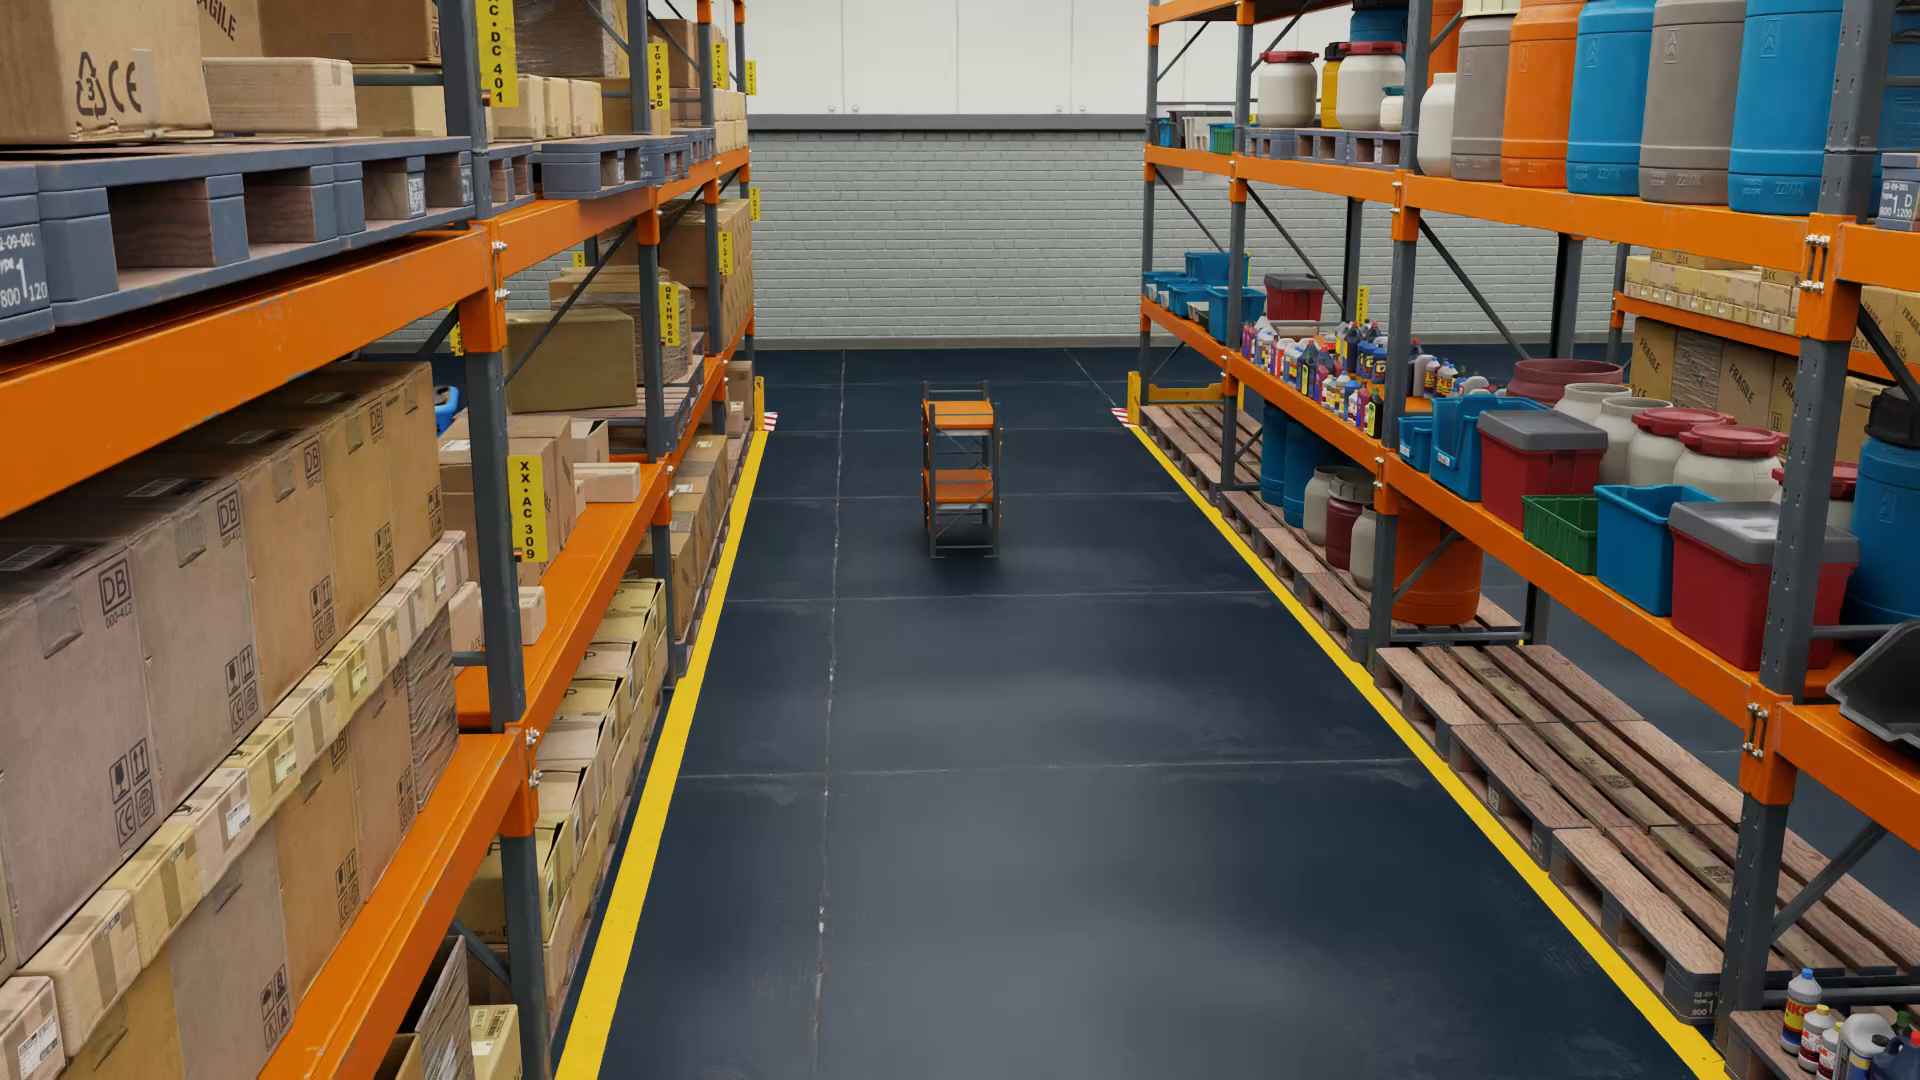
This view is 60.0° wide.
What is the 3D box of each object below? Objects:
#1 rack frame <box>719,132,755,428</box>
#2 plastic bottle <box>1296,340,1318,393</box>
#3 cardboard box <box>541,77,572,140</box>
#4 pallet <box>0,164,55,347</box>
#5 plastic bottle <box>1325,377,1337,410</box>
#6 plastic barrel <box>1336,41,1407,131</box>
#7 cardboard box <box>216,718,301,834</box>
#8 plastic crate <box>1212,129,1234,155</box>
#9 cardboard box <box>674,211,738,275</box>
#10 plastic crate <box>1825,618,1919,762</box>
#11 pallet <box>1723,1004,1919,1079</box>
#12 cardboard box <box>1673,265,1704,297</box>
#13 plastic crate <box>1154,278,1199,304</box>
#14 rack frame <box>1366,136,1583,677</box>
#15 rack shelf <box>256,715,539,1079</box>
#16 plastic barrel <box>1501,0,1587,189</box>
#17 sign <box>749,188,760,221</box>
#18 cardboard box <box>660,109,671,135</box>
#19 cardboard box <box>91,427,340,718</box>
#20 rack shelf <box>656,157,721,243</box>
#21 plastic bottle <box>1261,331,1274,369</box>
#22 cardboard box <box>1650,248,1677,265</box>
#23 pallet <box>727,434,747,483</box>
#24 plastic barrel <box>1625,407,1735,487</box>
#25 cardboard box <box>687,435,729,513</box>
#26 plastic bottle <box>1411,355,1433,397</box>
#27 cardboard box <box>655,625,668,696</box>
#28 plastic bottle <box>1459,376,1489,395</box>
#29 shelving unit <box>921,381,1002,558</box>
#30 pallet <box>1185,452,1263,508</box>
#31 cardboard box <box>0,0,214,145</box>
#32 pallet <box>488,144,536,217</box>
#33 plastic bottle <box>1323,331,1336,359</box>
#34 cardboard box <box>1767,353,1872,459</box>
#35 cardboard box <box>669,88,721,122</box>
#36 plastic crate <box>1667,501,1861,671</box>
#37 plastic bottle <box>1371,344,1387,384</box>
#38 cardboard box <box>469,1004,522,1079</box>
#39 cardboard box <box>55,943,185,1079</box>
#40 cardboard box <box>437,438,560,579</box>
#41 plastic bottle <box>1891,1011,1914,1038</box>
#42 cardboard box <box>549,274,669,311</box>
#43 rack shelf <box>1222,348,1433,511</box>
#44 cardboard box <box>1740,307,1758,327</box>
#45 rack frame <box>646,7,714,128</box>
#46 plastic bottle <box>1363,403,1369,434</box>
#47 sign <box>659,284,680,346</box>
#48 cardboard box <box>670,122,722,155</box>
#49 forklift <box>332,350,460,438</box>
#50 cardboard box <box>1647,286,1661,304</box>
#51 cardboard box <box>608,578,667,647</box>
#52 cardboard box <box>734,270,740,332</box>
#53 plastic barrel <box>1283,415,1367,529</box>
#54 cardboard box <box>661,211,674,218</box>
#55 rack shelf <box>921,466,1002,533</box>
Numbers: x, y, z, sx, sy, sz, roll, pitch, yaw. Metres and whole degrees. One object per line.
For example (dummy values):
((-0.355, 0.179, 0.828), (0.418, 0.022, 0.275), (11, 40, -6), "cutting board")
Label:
((-2.588, -2.609, 16.648), (1.000, 3.000, 0.127), (-1, 14, -3), "rack frame")
((2.342, -1.169, 11.149), (0.144, 0.351, 0.185), (-1, 14, -3), "plastic bottle")
((-1.934, -1.819, 7.013), (0.500, 0.250, 0.500), (-1, 14, -5), "cardboard box")
((-1.615, -0.216, 1.505), (1.003, 0.211, 1.213), (-1, 14, -3), "pallet")
((2.361, -0.925, 10.499), (0.097, 0.201, 0.097), (0, 14, 0), "plastic bottle")
((2.591, -2.856, 10.470), (0.433, 0.535, 0.433), (0, 14, 0), "plastic barrel")
((-1.518, 0.459, 3.222), (0.380, 0.149, 0.250), (0, 14, -2), "cardboard box")
((2.275, -3.141, 13.119), (0.450, 0.188, 0.662), (-1, 14, -3), "plastic crate")
((-2.153, -2.525, 14.113), (0.500, 0.500, 0.500), (-1, 14, -5), "cardboard box")
((3.005, 0.462, 4.837), (0.767, 0.338, 0.504), (-1, 14, -3), "plastic crate")
((3.099, 1.818, 5.038), (1.003, 0.211, 1.213), (-1, 14, -3), "pallet")
((7.126, -2.455, 15.752), (0.500, 0.250, 0.500), (-1, 14, -5), "cardboard box")
((2.083, -2.403, 16.060), (0.416, 0.233, 0.300), (-1, 14, -3), "plastic crate")
((2.851, -0.695, 9.209), (1.000, 3.000, 0.127), (-1, 14, -3), "rack frame")
((-1.721, 1.221, 3.205), (1.077, 0.370, 4.000), (-1, 14, -3), "rack shelf")
((2.726, -1.986, 7.343), (0.600, 0.830, 0.708), (-1, 14, -3), "plastic barrel")
((-2.033, -3.327, 16.478), (0.100, 0.325, 0.005), (-1, 14, -3), "sign")
((-2.217, -2.485, 9.944), (0.910, 0.500, 0.500), (-1, 14, -3), "cardboard box")
((-1.748, 0.059, 3.474), (0.700, 0.500, 0.500), (-1, 14, -3), "cardboard box")
((-2.217, -2.221, 10.564), (1.077, 0.370, 4.000), (-1, 14, -3), "rack shelf")
((2.254, -1.386, 12.154), (0.097, 0.271, 0.097), (0, 14, 0), "plastic bottle")
((7.090, -2.948, 16.164), (0.500, 0.500, 0.500), (-1, 14, -5), "cardboard box")
((-2.461, -0.739, 14.975), (1.003, 0.211, 1.213), (-1, 14, -3), "pallet")
((3.186, -0.298, 7.391), (0.433, 0.535, 0.433), (0, 14, 0), "plastic barrel")
((-2.024, -0.499, 12.578), (0.500, 0.500, 0.500), (-1, 14, -4), "cardboard box")
((3.061, -1.093, 11.002), (0.152, 0.276, 0.135), (-1, 14, -3), "plastic bottle")
((-1.817, 0.636, 8.712), (0.500, 0.250, 0.500), (-1, 14, -2), "cardboard box")
((3.118, -0.863, 10.109), (0.152, 0.276, 0.135), (-1, 14, -3), "plastic bottle")
((0.000, -0.546, 12.393), (0.538, 1.125, 1.048), (-1, 14, -3), "shelving unit")
((2.519, -0.522, 14.131), (1.003, 0.211, 1.213), (-1, 14, -3), "pallet")
((-1.427, -0.820, 2.348), (0.500, 0.500, 0.500), (-1, 14, -3), "cardboard box")
((-1.913, -1.204, 5.551), (0.805, 0.209, 1.217), (-1, 15, -6), "pallet")
((2.827, -1.494, 12.713), (0.097, 0.201, 0.097), (0, 14, 0), "plastic bottle")
((7.586, -1.106, 14.228), (0.875, 0.875, 0.875), (-1, 14, -3), "cardboard box")
((-2.123, -3.361, 12.849), (0.500, 0.250, 0.500), (-1, 14, -3), "cardboard box")
((2.764, 0.153, 5.784), (0.402, 0.464, 0.583), (-1, 14, -3), "plastic crate")
((2.904, -1.221, 11.509), (0.097, 0.271, 0.097), (0, 14, 0), "plastic bottle")
((-1.598, 1.615, 4.904), (0.500, 0.250, 0.500), (-1, 14, -3), "cardboard box")
((-1.676, 0.951, 2.610), (0.700, 0.500, 0.500), (-1, 14, -3), "cardboard box")
((-1.940, -0.120, 6.773), (0.500, 0.500, 0.500), (-1, 14, -3), "cardboard box")
((2.835, 1.566, 4.988), (0.061, 0.283, 0.133), (-1, 14, -3), "plastic bottle")
((-2.429, -1.575, 11.585), (0.700, 0.500, 0.500), (1, 14, 5), "cardboard box")
((2.727, -0.844, 11.232), (1.077, 0.370, 4.000), (-1, 14, -3), "rack shelf")
((7.137, -1.972, 14.674), (0.380, 0.149, 0.250), (-1, 14, -2), "cardboard box")
((-2.341, -4.520, 12.034), (1.000, 3.000, 0.127), (-1, 14, -3), "rack frame")
((2.411, -0.722, 9.712), (0.097, 0.201, 0.097), (0, 14, 0), "plastic bottle")
((-1.539, -1.190, 8.807), (0.100, 0.325, 0.005), (-1, 14, -3), "sign")
((-2.124, -3.119, 12.911), (0.500, 0.250, 0.500), (-1, 14, -3), "cardboard box")
((-5.207, -1.365, 11.950), (3.031, 2.935, 1.130), (-4, 15, -15), "forklift")
((7.025, -2.419, 16.412), (0.380, 0.149, 0.250), (-1, 14, -5), "cardboard box")
((-1.815, 0.363, 8.644), (0.500, 0.311, 0.500), (-1, 14, -2), "cardboard box")
((-2.164, -2.046, 14.257), (0.500, 0.500, 0.500), (-1, 14, -4), "cardboard box")
((2.664, -0.566, 12.073), (0.600, 0.901, 0.708), (-1, 14, -3), "plastic barrel")
((-2.696, -2.522, 14.100), (0.500, 0.500, 0.500), (-1, 14, -3), "cardboard box")
((0.000, -0.310, 12.454), (0.538, 0.278, 1.000), (-1, 14, -3), "rack shelf")
